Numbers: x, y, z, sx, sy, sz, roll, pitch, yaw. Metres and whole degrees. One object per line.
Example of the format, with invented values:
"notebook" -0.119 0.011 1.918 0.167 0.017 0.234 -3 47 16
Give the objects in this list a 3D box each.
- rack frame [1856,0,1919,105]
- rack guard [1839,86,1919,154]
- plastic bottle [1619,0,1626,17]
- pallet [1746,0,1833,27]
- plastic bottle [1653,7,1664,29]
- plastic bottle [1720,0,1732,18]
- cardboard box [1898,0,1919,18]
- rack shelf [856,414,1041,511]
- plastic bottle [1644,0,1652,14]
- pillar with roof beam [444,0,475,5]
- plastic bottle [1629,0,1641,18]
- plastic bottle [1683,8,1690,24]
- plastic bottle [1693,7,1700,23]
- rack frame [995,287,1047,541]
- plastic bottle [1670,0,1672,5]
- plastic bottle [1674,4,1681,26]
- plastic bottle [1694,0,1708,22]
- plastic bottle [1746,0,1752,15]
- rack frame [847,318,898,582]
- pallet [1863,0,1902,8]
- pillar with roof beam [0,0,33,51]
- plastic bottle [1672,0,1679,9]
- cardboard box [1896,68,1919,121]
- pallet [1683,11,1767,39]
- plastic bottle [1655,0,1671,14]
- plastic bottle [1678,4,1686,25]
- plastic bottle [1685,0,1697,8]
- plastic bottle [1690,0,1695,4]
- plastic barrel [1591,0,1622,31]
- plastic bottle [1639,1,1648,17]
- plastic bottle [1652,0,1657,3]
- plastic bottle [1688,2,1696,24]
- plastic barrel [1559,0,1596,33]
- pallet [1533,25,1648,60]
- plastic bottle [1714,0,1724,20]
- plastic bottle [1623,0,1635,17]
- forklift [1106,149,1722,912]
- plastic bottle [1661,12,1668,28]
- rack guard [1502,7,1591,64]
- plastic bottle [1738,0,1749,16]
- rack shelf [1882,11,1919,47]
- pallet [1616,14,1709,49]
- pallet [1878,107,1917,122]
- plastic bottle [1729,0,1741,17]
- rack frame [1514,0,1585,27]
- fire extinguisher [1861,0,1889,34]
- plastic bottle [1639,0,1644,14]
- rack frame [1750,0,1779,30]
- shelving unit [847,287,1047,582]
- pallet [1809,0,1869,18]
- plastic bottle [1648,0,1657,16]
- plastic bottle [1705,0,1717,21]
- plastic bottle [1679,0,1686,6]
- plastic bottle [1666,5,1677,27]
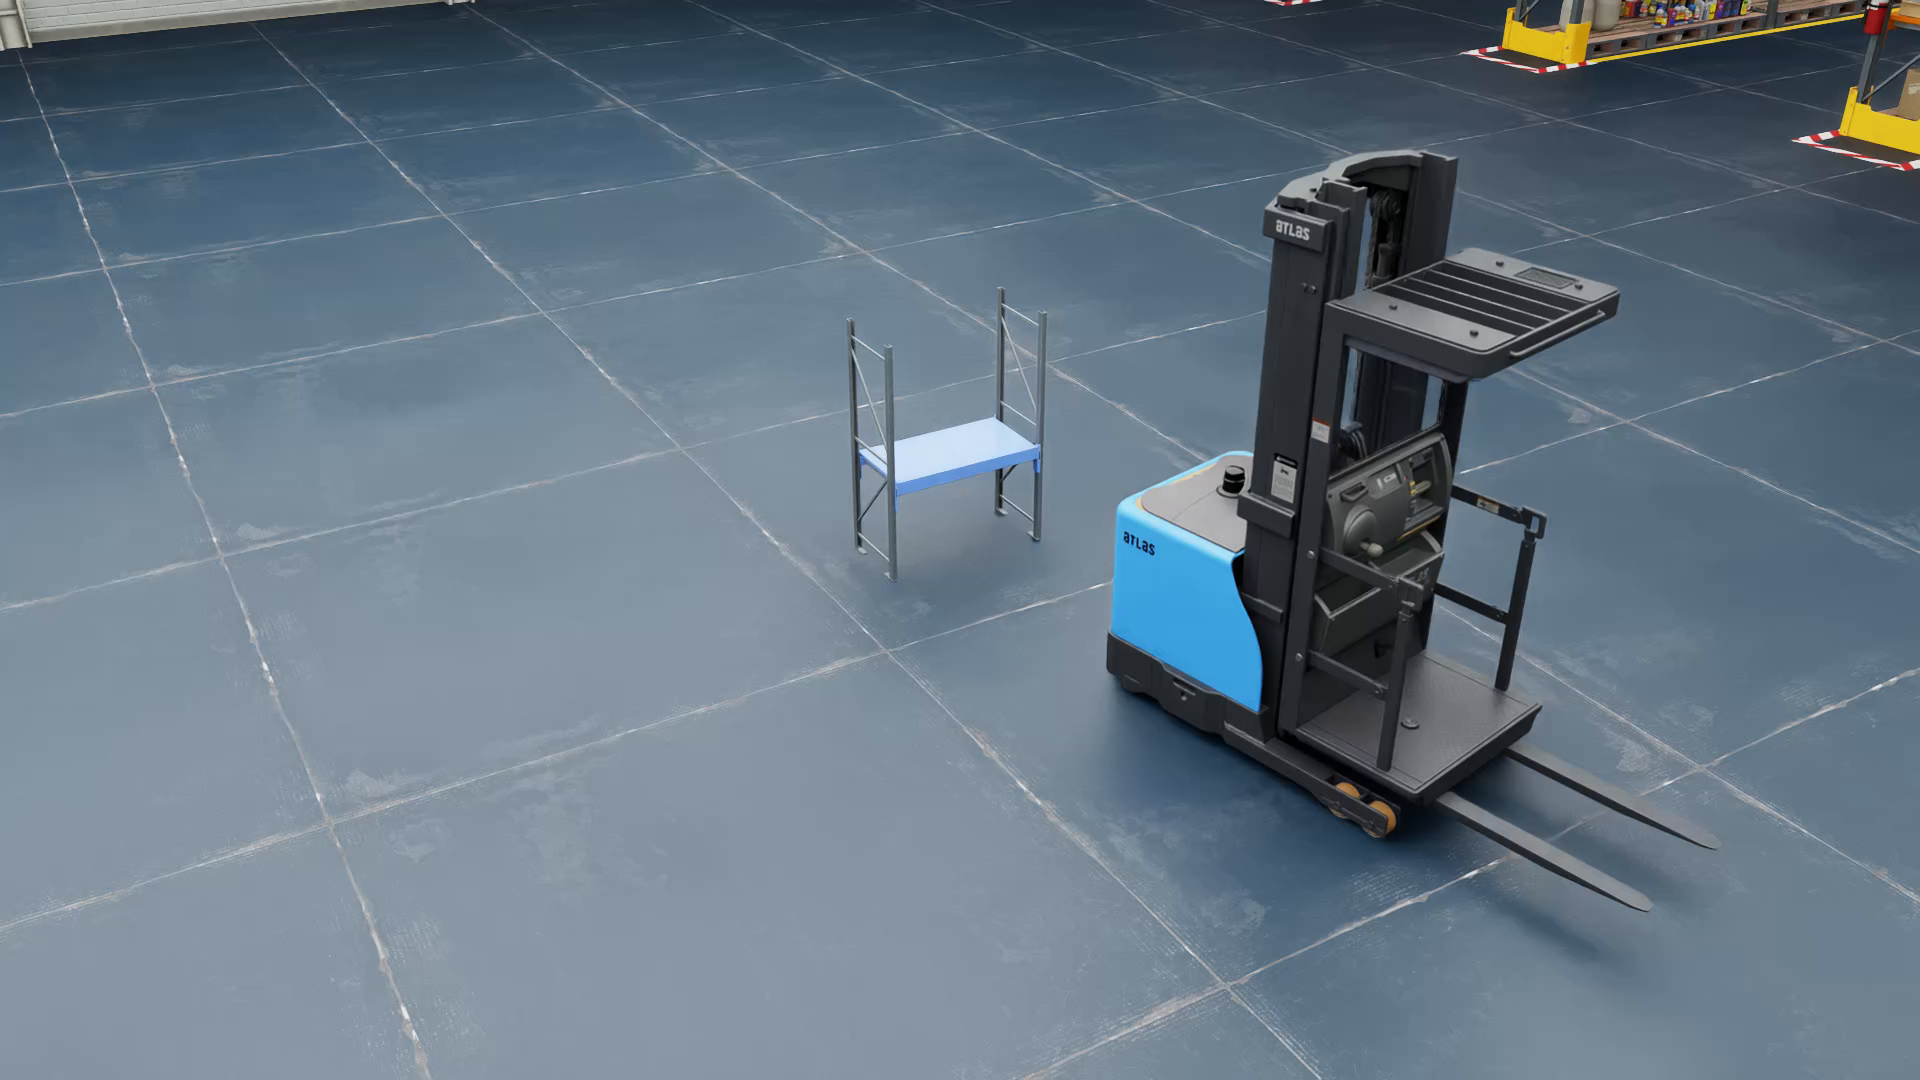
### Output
"rack frame" 10.170 -5.636 17.457 0.127 3.000 1.000 -16 33 -26
"rack guard" 10.235 -4.560 18.094 0.348 0.500 1.175 -16 33 -26
"plastic bottle" 9.113 -7.371 22.957 0.133 0.283 0.061 -15 32 -25
"pallet" 11.766 -7.666 24.021 1.213 0.211 1.003 -16 33 -26
"plastic bottle" 9.381 -7.012 22.317 0.097 0.271 0.097 0 29 0
"plastic bottle" 10.534 -7.387 22.915 0.185 0.351 0.144 -18 33 -29
"cardboard box" 10.311 -5.682 17.800 0.250 0.149 0.380 -16 33 -26
"rack shelf" -0.074 -0.478 10.035 1.000 0.185 0.538 -16 33 -26
"plastic bottle" 9.513 -7.491 23.104 0.185 0.351 0.144 -14 32 -24
"pillar with roof beam" -5.359 -10.254 19.615 0.400 9.000 9.100 -16 33 -26
"plastic bottle" 9.307 -7.341 22.902 0.133 0.283 0.061 -16 33 -26
"plastic bottle" 9.849 -7.114 22.575 0.097 0.201 0.097 0 29 0
"plastic bottle" 10.026 -7.164 22.666 0.097 0.201 0.097 0 29 0
"rack frame" 0.365 -0.760 10.173 0.032 1.500 0.500 -16 33 -26
"plastic bottle" 9.932 -7.554 23.301 0.097 0.271 0.097 0 29 0
"plastic bottle" 9.677 -7.096 22.469 0.097 0.271 0.097 0 29 0
"plastic bottle" 10.114 -7.237 22.721 0.135 0.276 0.152 -15 32 -25
"plastic bottle" 10.954 -7.427 23.143 0.097 0.201 0.097 0 29 0
"rack frame" -0.512 -0.511 9.723 0.032 1.500 0.500 -16 33 -26
"pallet" 13.870 -8.263 25.103 1.213 0.211 1.003 -16 33 -26
"pillar with roof beam" -10.532 -8.785 16.954 0.400 9.000 9.100 -16 33 -26
"plastic bottle" 10.040 -7.641 23.375 0.185 0.351 0.144 -17 33 -28
"cardboard box" 10.716 -4.872 18.224 0.500 0.500 0.500 -10 30 -17
"pallet" 10.509 -7.311 23.377 1.213 0.211 1.003 -16 33 -26
"plastic bottle" 9.770 -7.448 23.104 0.135 0.276 0.152 -16 33 -26
"plastic bottle" 9.763 -7.120 22.514 0.097 0.271 0.097 0 29 0
"plastic bottle" 10.276 -7.627 23.350 0.185 0.351 0.144 -16 33 -26
"plastic bottle" 10.059 -7.284 22.799 0.133 0.283 0.061 -16 33 -26
"plastic barrel" 8.621 -7.110 22.267 0.421 0.512 0.421 0 29 0
"plastic bottle" 9.452 -7.336 22.978 0.097 0.201 0.097 0 29 0
"plastic bottle" 9.674 -7.537 23.186 0.185 0.351 0.144 -16 33 -27
"plastic bottle" 9.938 -7.170 22.604 0.097 0.271 0.097 0 29 0
"plastic barrel" 8.189 -6.987 22.045 0.421 0.512 0.421 0 29 0
"pallet" 8.405 -6.713 22.295 1.213 0.211 1.003 -16 33 -26
"plastic bottle" 10.415 -7.300 22.828 0.133 0.283 0.061 -14 32 -23
"plastic bottle" 9.253 -7.382 22.984 0.135 0.276 0.152 -16 33 -26
"forklift" 2.146 -0.165 7.614 1.130 2.935 3.031 -24 37 -36
"plastic bottle" 9.471 -7.006 22.380 0.097 0.201 0.097 0 29 0
"rack guard" 7.702 -6.643 21.869 0.348 0.500 1.175 -16 33 -26
"plastic bottle" 10.861 -7.427 23.057 0.133 0.283 0.061 -14 32 -24
"rack shelf" 11.894 -5.811 18.518 4.000 0.370 1.077 -16 33 -26
"pallet" 9.456 -7.010 22.832 1.213 0.211 1.003 -16 33 -26
"pallet" 10.953 -4.618 18.498 1.213 0.211 1.003 -16 33 -26
"plastic bottle" 10.700 -7.434 23.000 0.185 0.351 0.144 -17 33 -28
"rack frame" 7.660 -7.700 21.195 0.127 3.000 1.000 -16 33 -26
"fire extinguisher" 9.837 -5.766 17.772 0.183 0.674 0.296 -16 33 -26
"plastic bottle" 9.372 -7.416 23.045 0.135 0.276 0.152 -17 33 -28
"rack frame" 11.109 -8.679 22.970 0.127 3.000 1.000 -16 33 -26
"shelving unit" -0.074 -0.636 9.948 1.048 1.500 0.538 -16 33 -26
"pallet" 12.819 -7.967 24.566 1.213 0.211 1.003 -16 33 -26
"plastic bottle" 9.612 -7.386 23.068 0.097 0.201 0.097 0 29 0
"plastic bottle" 10.256 -7.308 22.772 0.185 0.351 0.144 -16 33 -27
"plastic bottle" 10.139 -7.566 23.322 0.097 0.271 0.097 0 29 0
"plastic bottle" 9.586 -7.065 22.401 0.133 0.283 0.061 -15 32 -26
